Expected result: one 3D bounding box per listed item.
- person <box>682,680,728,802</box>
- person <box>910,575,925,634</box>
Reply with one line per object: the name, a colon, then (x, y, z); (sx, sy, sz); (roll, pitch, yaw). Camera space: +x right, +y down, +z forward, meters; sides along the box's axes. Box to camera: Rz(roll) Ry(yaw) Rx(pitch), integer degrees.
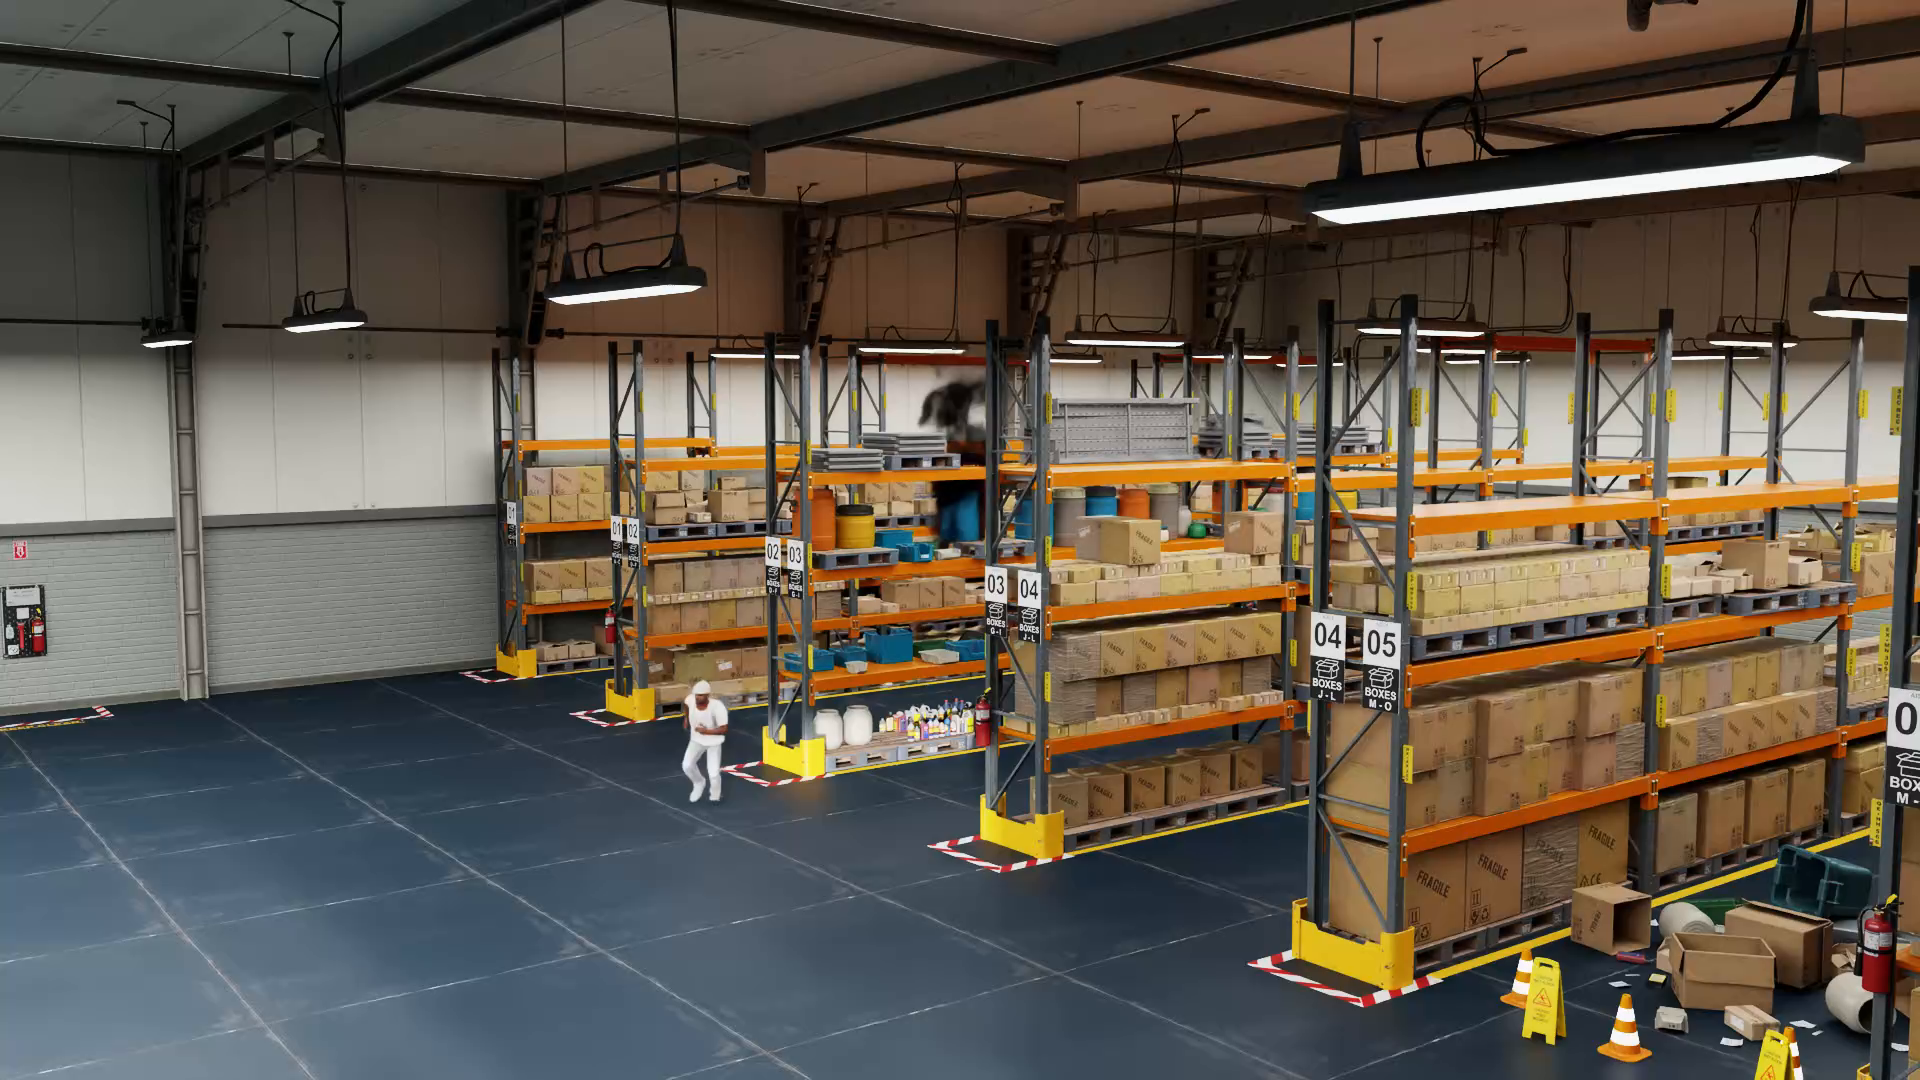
person: (-3.219, 2.527, 20.889); (0.732, 1.617, 0.851); (1, 5, 10)
person: (-0.784, 1.502, 32.268); (0.933, 1.656, 0.564); (-5, 7, -42)
